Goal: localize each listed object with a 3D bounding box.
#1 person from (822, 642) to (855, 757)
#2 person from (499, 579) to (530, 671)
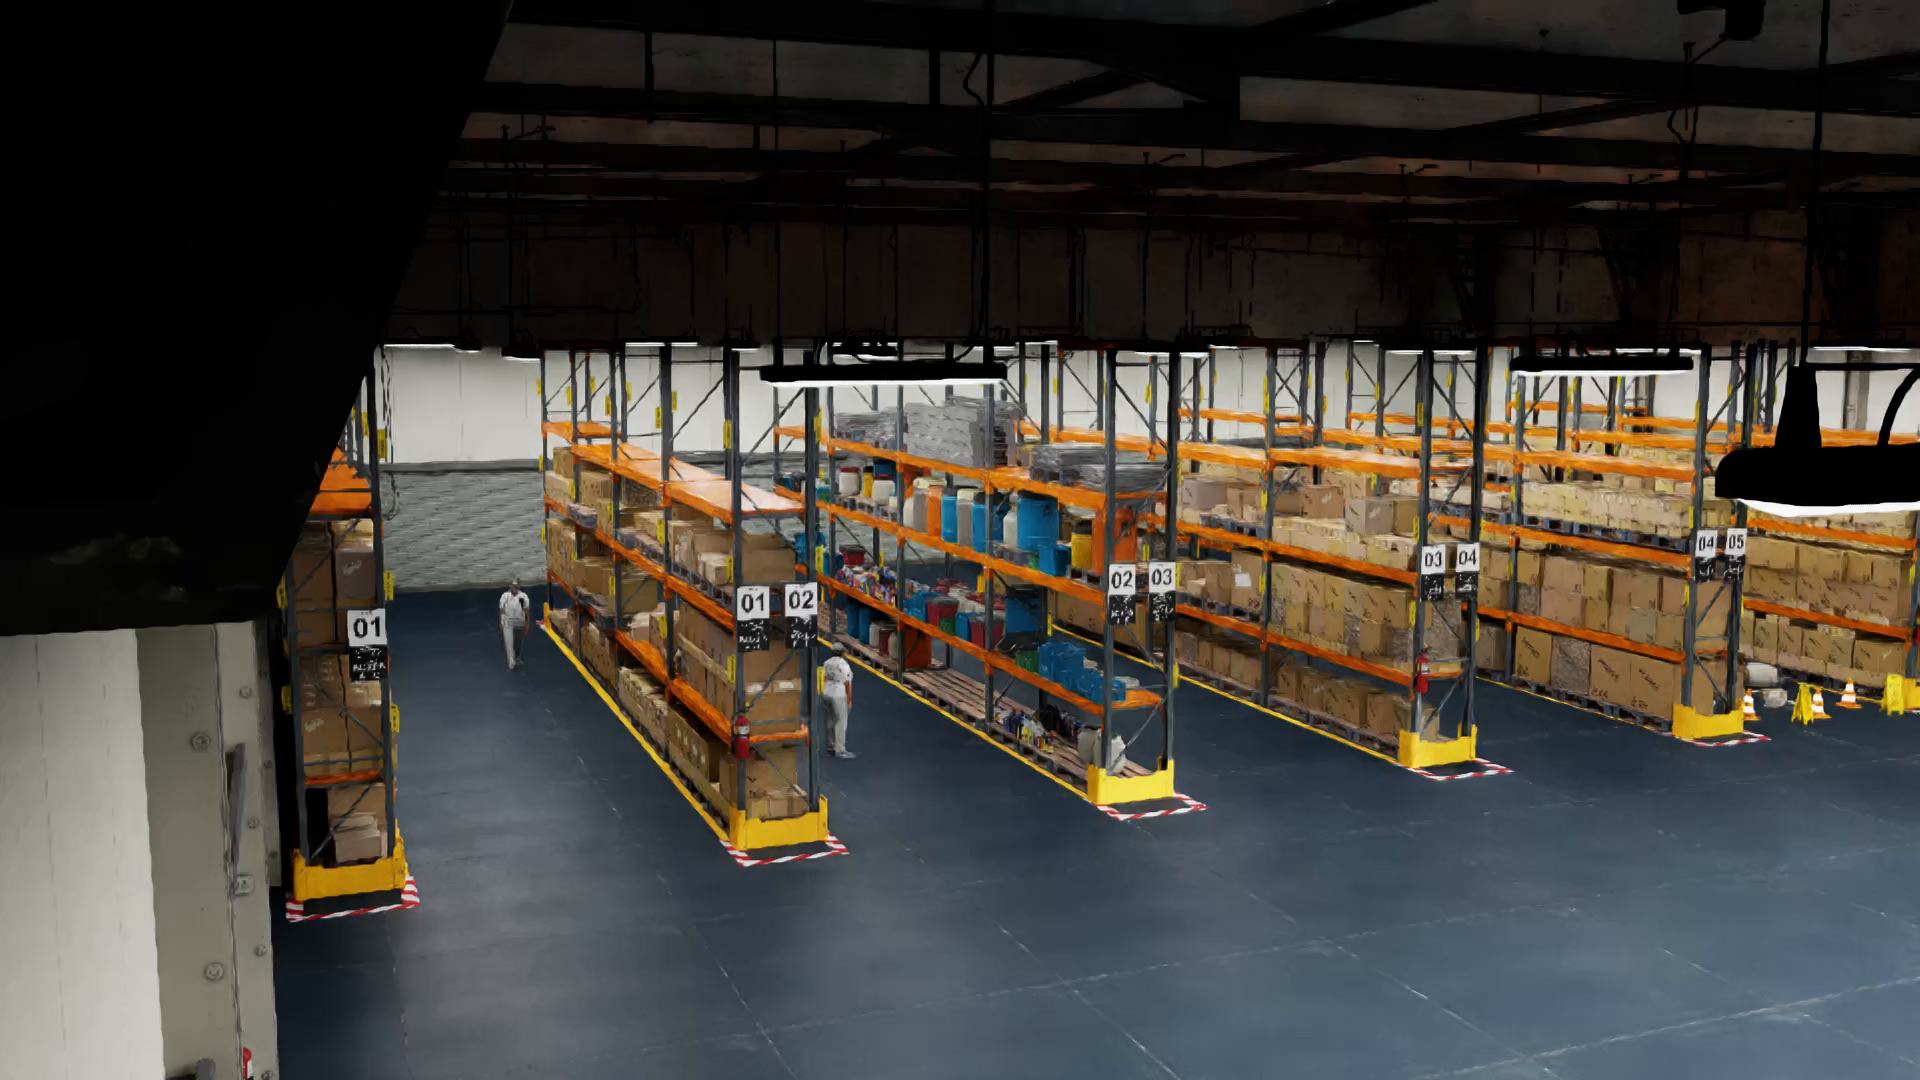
[{"bbox_3d":[-1.768,2.320,24.475,0.578,1.673,0.444,6,10,41],"label":"person"},{"bbox_3d":[-8.158,1.519,30.528,0.540,1.676,1.130,-3,8,-24],"label":"person"}]
